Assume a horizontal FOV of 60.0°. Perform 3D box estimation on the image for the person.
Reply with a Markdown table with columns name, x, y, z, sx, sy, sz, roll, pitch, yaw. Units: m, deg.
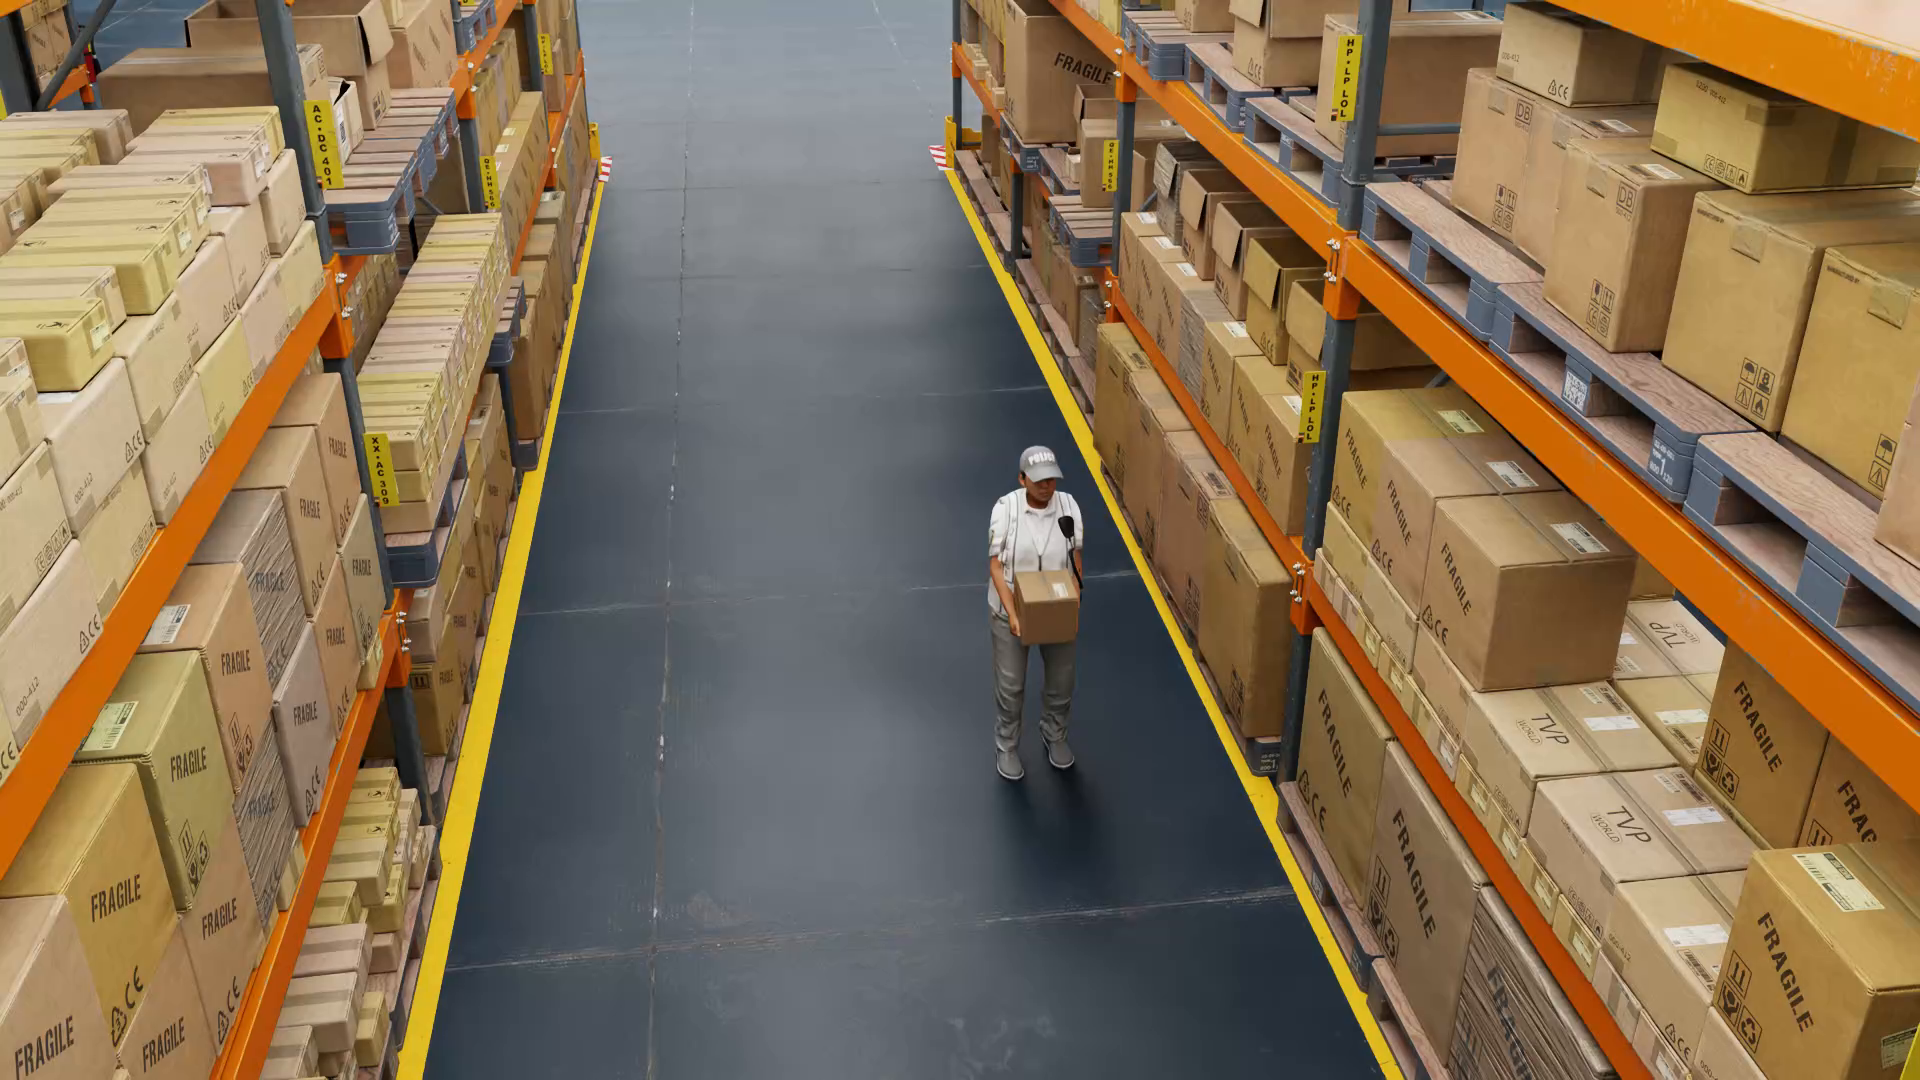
| name | x | y | z | sx | sy | sz | roll | pitch | yaw |
| --- | --- | --- | --- | --- | --- | --- | --- | --- | --- |
| person | 0.369 | 0.366 | 7.919 | 0.453 | 1.654 | 0.535 | -4 | 28 | -8 |
